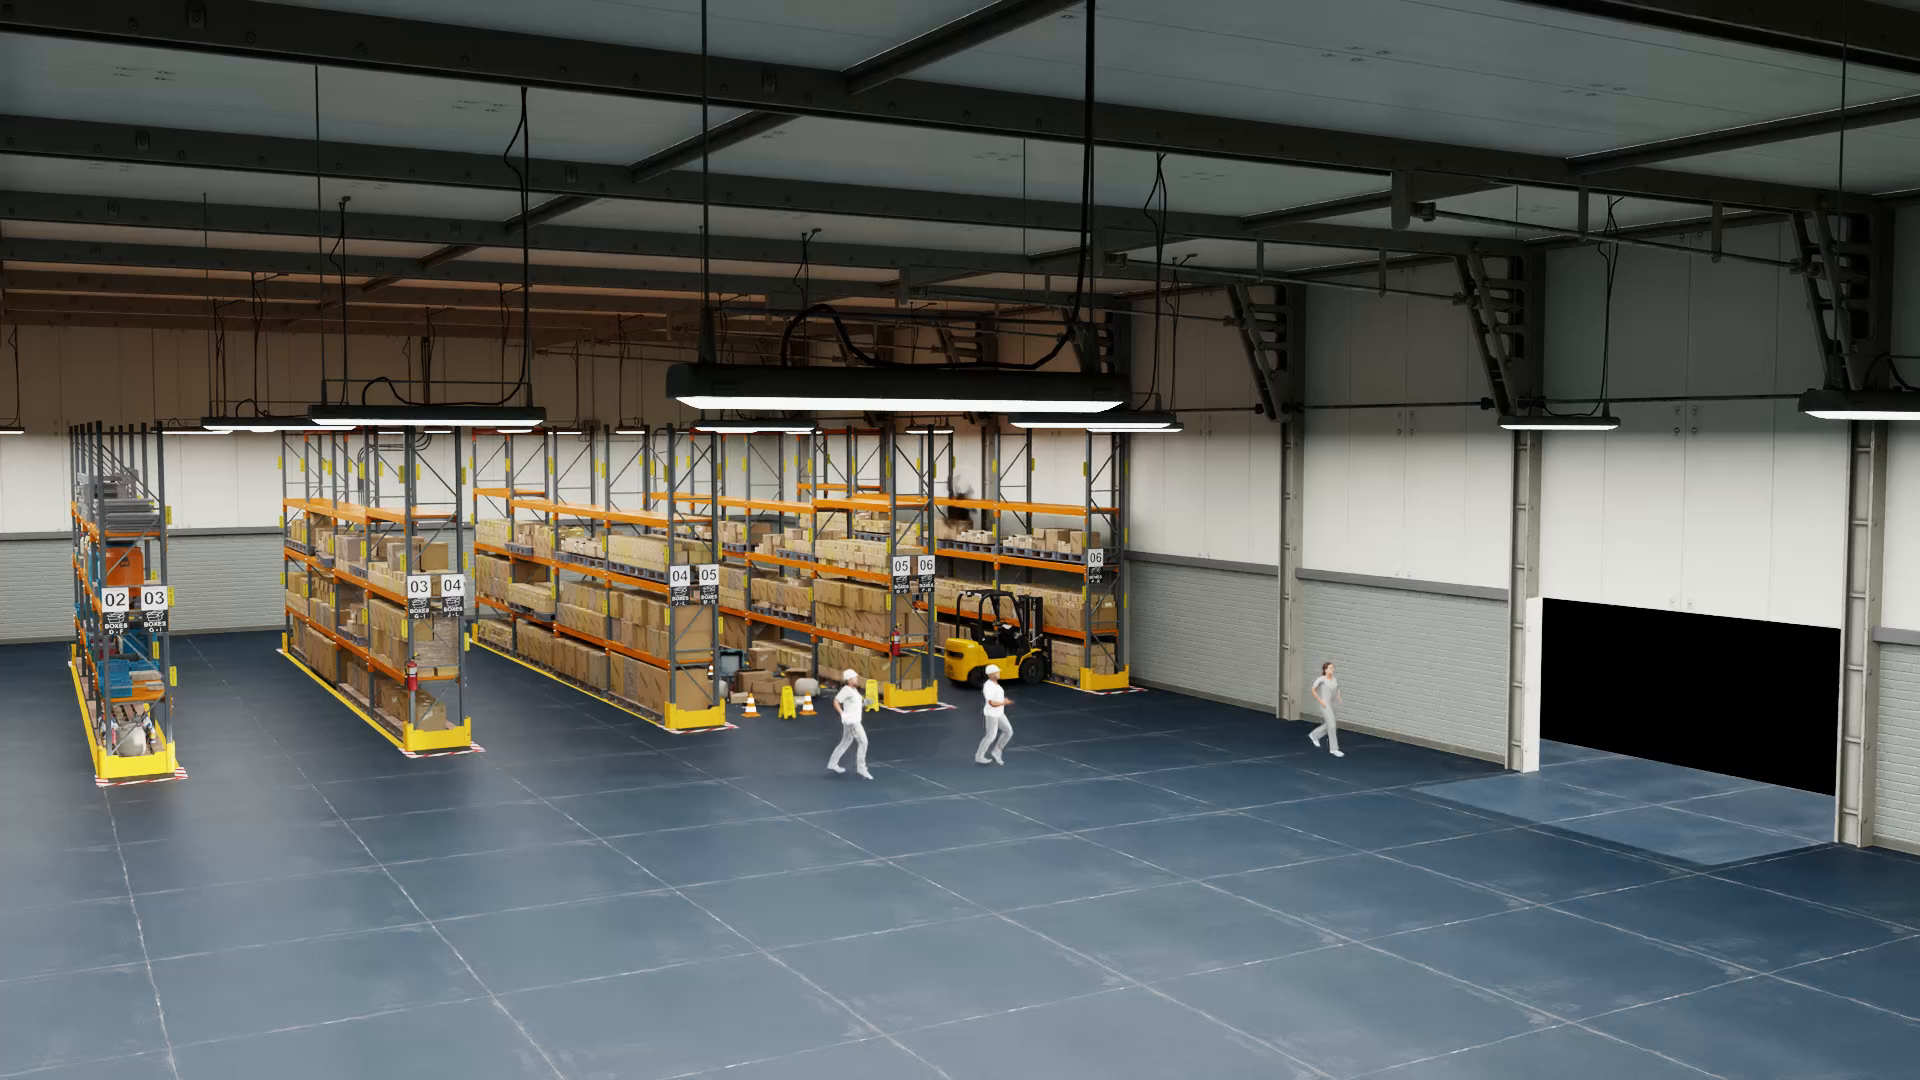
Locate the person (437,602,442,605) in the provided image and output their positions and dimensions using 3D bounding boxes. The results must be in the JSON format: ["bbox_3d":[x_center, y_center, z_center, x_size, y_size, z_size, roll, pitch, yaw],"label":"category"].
[{"bbox_3d":[-14.577,1.954,47.336,0.795,1.775,0.672,2,4,32],"label":"person"}]

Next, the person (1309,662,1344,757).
[{"bbox_3d":[6.638,3.035,30.131,0.574,1.675,0.866,-3,4,-36],"label":"person"}]

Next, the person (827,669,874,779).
[{"bbox_3d":[-1.841,3.096,27.969,0.799,1.843,0.663,0,4,-3],"label":"person"}]

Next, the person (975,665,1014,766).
[{"bbox_3d":[0.614,3.055,28.930,0.711,1.784,0.671,1,4,19],"label":"person"}]
